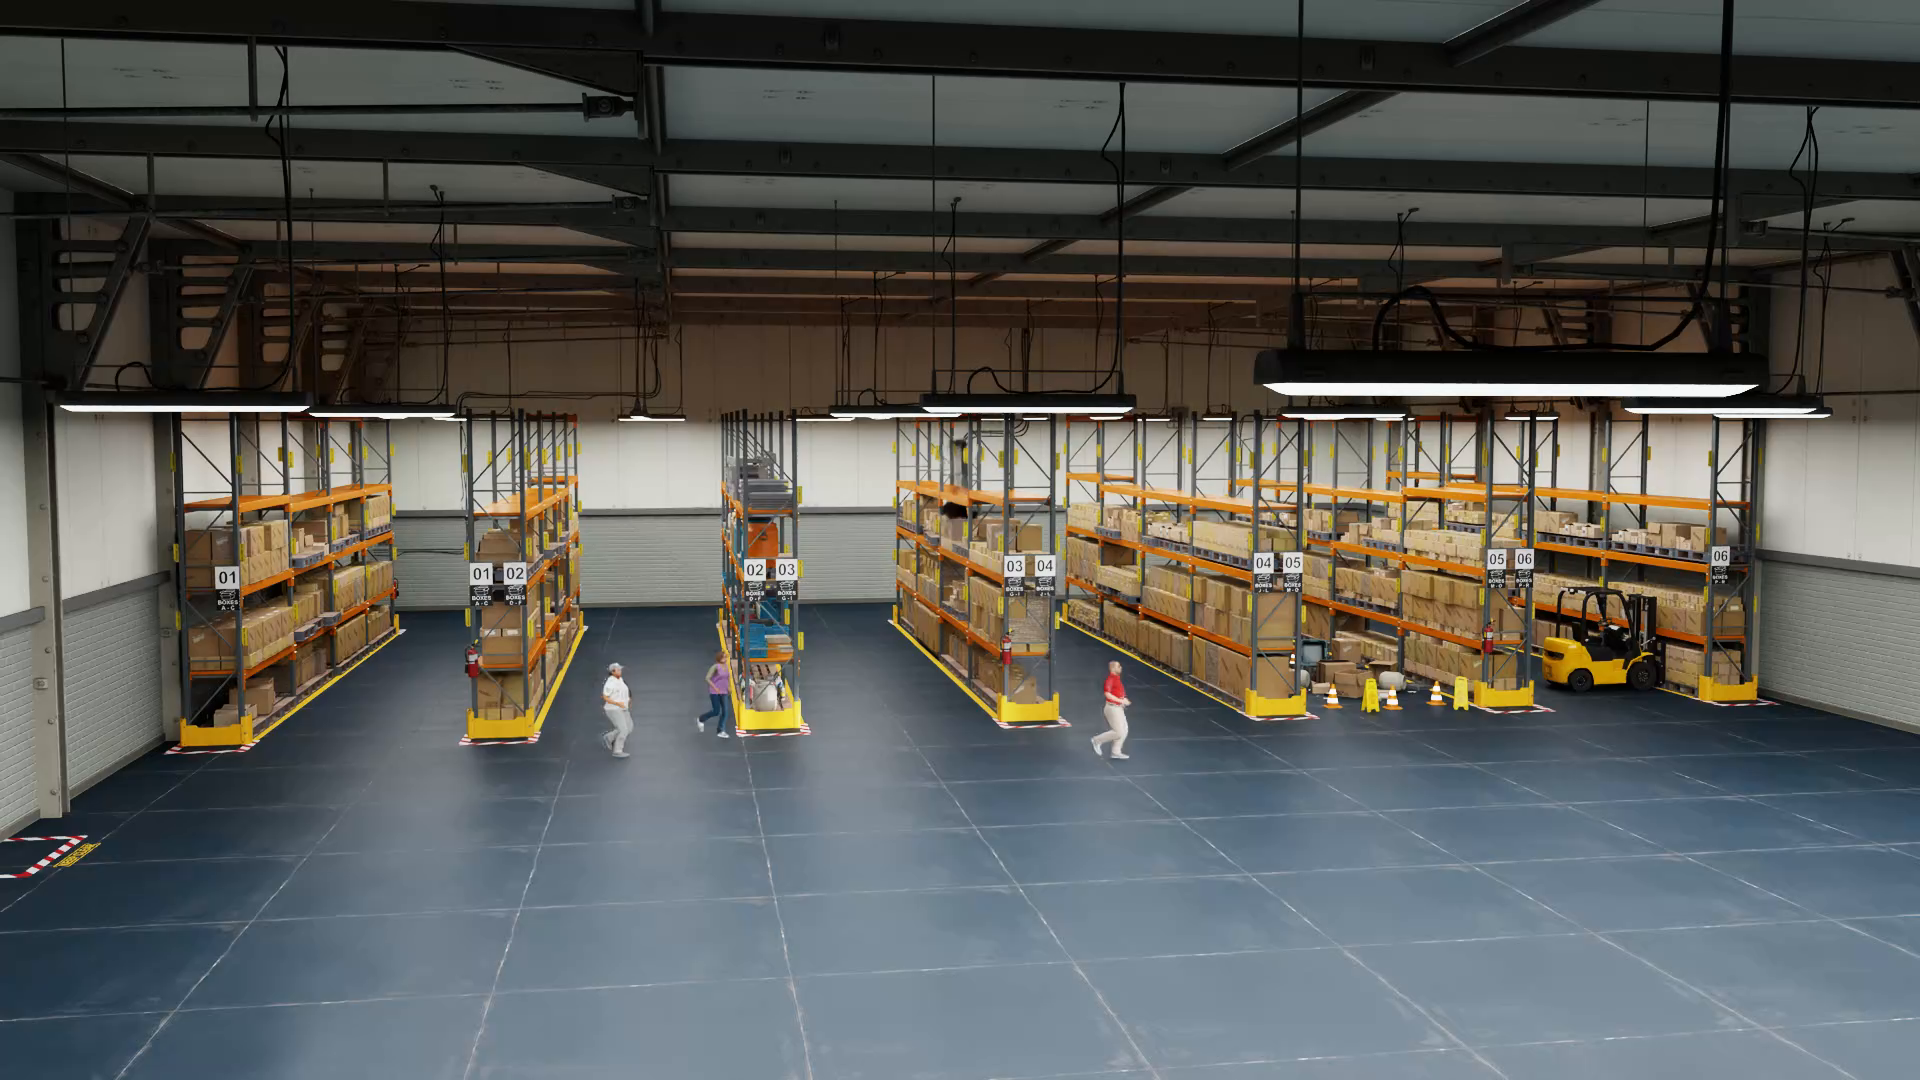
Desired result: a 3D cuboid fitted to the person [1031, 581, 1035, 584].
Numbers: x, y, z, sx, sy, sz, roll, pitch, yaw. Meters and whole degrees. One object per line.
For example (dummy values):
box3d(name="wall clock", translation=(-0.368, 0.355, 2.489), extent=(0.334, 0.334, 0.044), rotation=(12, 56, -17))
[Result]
box3d(name="person", translation=(2.165, 1.531, 48.620), extent=(0.623, 1.632, 0.588), rotation=(1, 4, 17))

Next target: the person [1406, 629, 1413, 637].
box3d(name="person", translation=(11.549, 1.959, 42.778), extent=(0.521, 1.567, 0.540), rotation=(-1, 4, -14))

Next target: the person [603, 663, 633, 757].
box3d(name="person", translation=(-5.927, 2.918, 28.615), extent=(0.578, 1.615, 0.605), rotation=(1, 4, 15))

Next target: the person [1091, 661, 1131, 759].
box3d(name="person", translation=(2.593, 2.898, 28.394), extent=(0.679, 1.682, 0.658), rotation=(1, 4, 12))

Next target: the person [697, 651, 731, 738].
box3d(name="person", translation=(-4.468, 2.814, 30.527), extent=(0.704, 1.573, 0.581), rotation=(2, 5, 29))
